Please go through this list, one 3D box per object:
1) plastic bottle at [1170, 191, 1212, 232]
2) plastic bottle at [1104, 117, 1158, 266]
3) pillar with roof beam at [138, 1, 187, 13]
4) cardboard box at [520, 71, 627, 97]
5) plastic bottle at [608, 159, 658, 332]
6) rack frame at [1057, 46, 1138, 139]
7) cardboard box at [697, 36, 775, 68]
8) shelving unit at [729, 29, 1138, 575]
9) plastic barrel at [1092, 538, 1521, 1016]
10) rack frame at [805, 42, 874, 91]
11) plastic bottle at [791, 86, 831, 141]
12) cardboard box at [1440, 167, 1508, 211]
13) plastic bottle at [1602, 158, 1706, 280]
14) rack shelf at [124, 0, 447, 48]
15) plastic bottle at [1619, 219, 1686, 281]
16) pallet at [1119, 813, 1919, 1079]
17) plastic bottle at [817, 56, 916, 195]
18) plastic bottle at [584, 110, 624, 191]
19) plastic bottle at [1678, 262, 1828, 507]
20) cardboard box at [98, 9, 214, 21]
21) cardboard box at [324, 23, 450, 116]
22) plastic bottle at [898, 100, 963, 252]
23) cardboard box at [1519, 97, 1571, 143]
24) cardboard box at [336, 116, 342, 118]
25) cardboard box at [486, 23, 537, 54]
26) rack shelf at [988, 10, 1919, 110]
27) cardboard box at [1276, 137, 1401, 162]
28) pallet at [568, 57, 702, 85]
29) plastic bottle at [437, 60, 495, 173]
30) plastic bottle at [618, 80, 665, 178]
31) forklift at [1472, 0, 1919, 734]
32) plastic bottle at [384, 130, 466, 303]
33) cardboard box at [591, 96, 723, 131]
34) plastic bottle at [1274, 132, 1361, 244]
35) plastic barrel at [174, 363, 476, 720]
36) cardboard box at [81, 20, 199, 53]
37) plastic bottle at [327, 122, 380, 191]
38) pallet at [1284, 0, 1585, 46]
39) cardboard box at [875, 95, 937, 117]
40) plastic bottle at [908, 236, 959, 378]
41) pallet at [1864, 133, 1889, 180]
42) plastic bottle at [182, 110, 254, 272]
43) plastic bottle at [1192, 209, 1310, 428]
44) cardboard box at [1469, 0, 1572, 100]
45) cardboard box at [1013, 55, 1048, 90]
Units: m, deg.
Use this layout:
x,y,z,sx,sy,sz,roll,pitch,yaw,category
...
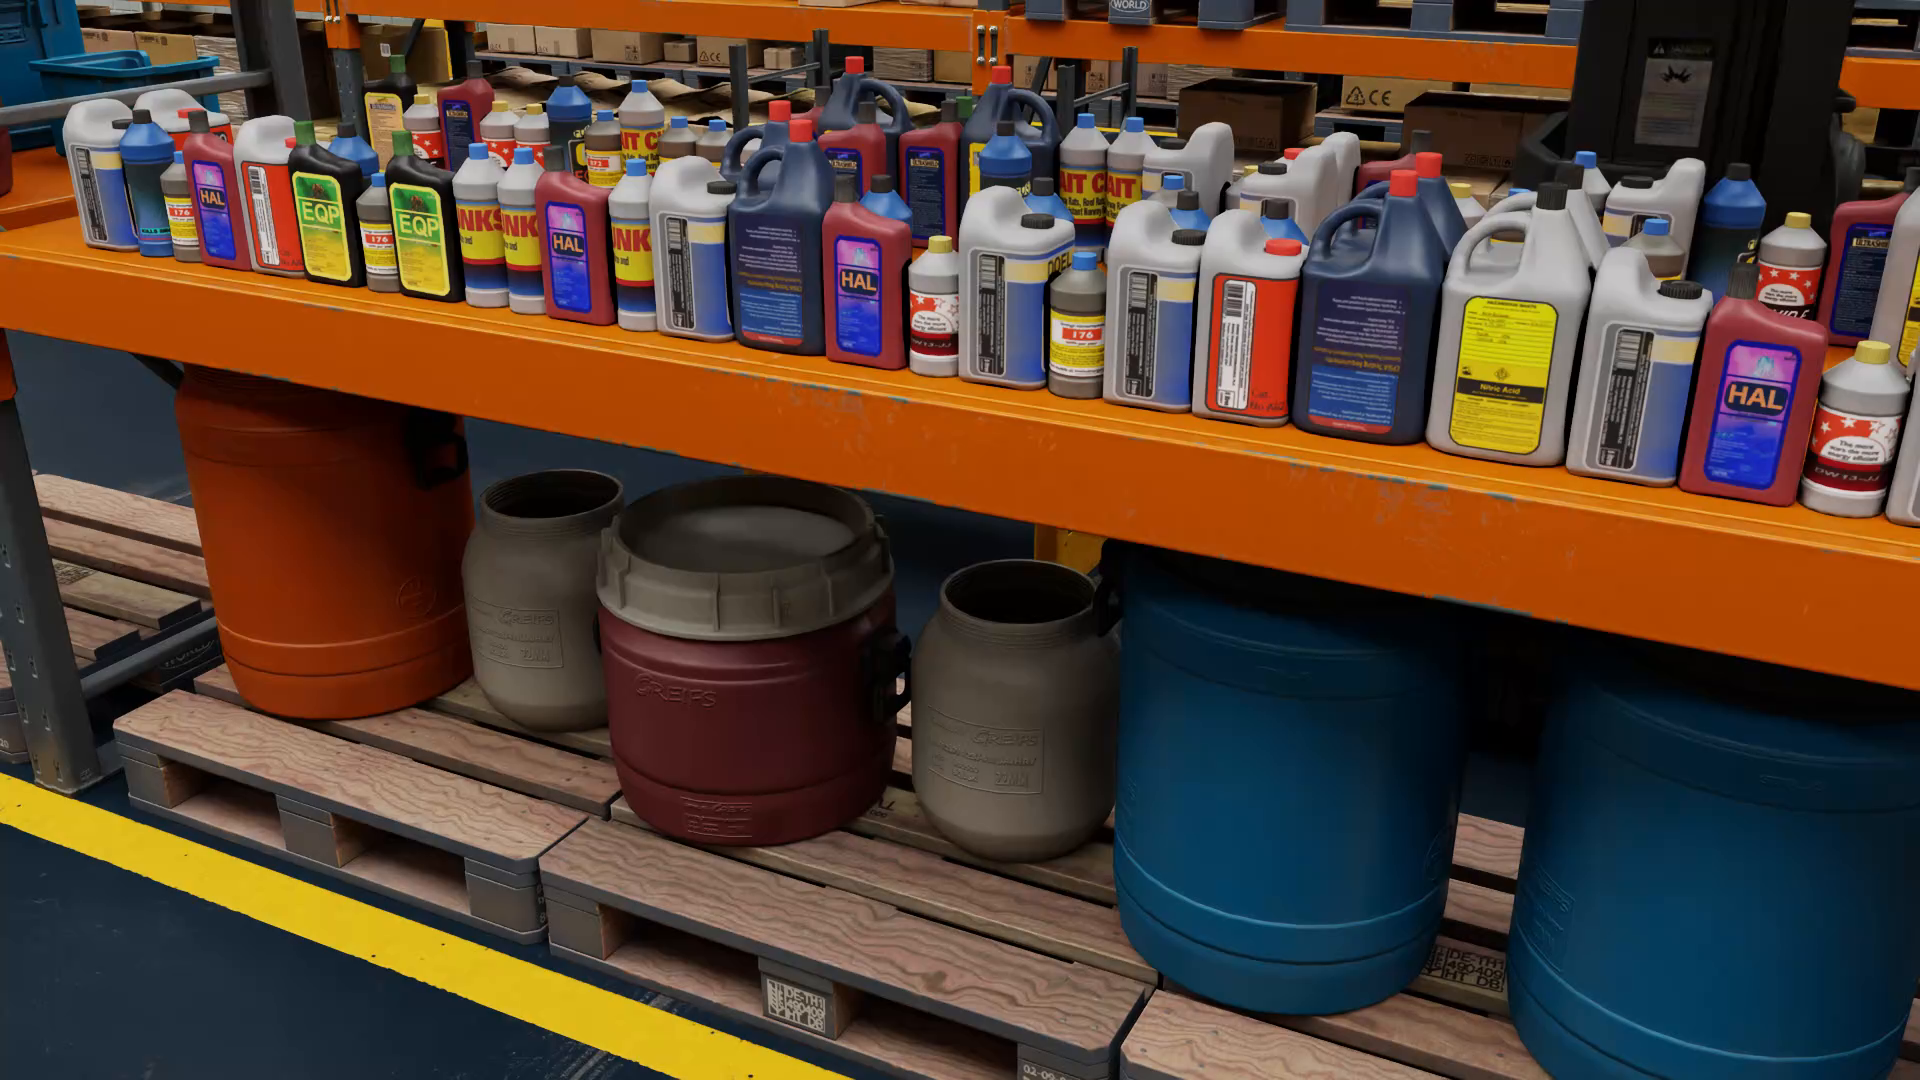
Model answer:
x,y,z,sx,sy,sz,roll,pitch,yaw,category
0.333,-0.382,2.480,0.097,0.271,0.097,0,23,0,plastic bottle
0.322,-0.651,3.111,0.097,0.271,0.097,0,23,0,plastic bottle
-10.833,-8.335,13.350,0.400,9.000,9.100,11,25,25,pillar with roof beam
-2.256,-2.527,9.620,0.500,0.311,0.500,12,26,26,cardboard box
-0.520,-0.484,2.721,0.097,0.271,0.097,0,23,0,plastic bottle
0.378,-0.615,4.781,0.032,1.500,0.500,11,25,25,rack frame
-1.926,-4.355,14.289,0.500,0.500,0.500,9,25,21,cardboard box
-0.068,-0.704,4.988,1.083,1.500,0.587,11,25,25,shelving unit
0.578,0.285,2.892,0.708,0.901,0.600,11,25,25,plastic barrel
-0.982,-5.133,13.488,0.127,3.000,1.000,11,25,25,rack frame
-0.309,-0.789,3.421,0.133,0.283,0.061,11,25,25,plastic bottle
2.017,-1.297,7.099,0.500,0.500,0.500,10,25,23,cardboard box
1.120,-0.483,2.711,0.135,0.276,0.152,11,25,25,plastic bottle
-4.998,-3.425,10.389,4.000,0.370,1.077,11,25,25,rack shelf
1.080,-0.402,2.615,0.097,0.201,0.097,0,23,0,plastic bottle
1.018,0.872,2.930,1.213,0.211,1.003,11,25,25,pallet
-0.185,-0.777,3.308,0.185,0.351,0.144,11,25,25,plastic bottle
-0.767,-0.834,3.632,0.097,0.201,0.097,0,23,0,plastic bottle
0.963,-0.188,2.009,0.133,0.283,0.061,11,25,25,plastic bottle
-5.271,-3.220,11.006,0.500,0.500,0.500,11,25,25,cardboard box
-3.486,-2.867,10.177,0.500,0.500,0.500,11,25,25,cardboard box
-0.052,-0.711,3.239,0.133,0.283,0.061,11,25,25,plastic bottle
2.712,-1.734,7.169,0.500,0.250,0.500,11,26,25,cardboard box
-3.491,-2.518,10.315,0.500,0.250,0.500,11,25,25,cardboard box
-3.975,-4.651,15.227,0.500,0.311,0.500,8,24,19,cardboard box
2.141,-2.012,7.067,4.000,0.370,1.077,11,25,25,rack shelf
1.758,-1.574,7.749,0.500,0.500,0.500,10,25,23,cardboard box
-2.690,-4.171,14.789,1.213,0.211,1.003,11,25,25,pallet
-1.123,-0.950,3.800,0.133,0.283,0.061,11,25,25,plastic bottle
-0.681,-0.849,3.578,0.097,0.271,0.097,0,23,0,plastic bottle
2.131,-0.912,3.649,3.031,2.935,1.130,11,25,24,forklift
-0.924,-0.562,2.887,0.133,0.283,0.061,11,25,25,plastic bottle
-1.585,-2.157,8.751,0.500,0.311,0.500,12,26,26,cardboard box
0.620,-0.582,2.944,0.135,0.276,0.152,11,25,25,plastic bottle
-1.438,-0.081,3.844,0.708,0.830,0.600,11,25,25,plastic barrel
-5.068,-2.944,10.357,0.500,0.500,0.500,11,25,25,cardboard box
-1.110,-0.628,3.058,0.097,0.271,0.097,0,23,0,plastic bottle
2.094,-2.266,6.991,1.213,0.211,1.003,11,25,25,pallet
-0.451,-2.167,8.773,0.500,0.311,0.500,11,25,23,cardboard box
-0.029,-0.355,2.506,0.097,0.201,0.097,0,23,0,plastic bottle
5.435,-2.547,10.970,1.213,0.211,1.003,11,25,25,pallet
-1.369,-0.650,3.094,0.133,0.283,0.061,11,25,25,plastic bottle
0.414,-0.314,2.313,0.135,0.276,0.152,11,25,25,plastic bottle
3.964,-3.298,11.383,0.750,0.750,0.750,11,25,24,cardboard box
0.603,-3.883,13.180,0.500,0.500,0.700,12,26,25,cardboard box
